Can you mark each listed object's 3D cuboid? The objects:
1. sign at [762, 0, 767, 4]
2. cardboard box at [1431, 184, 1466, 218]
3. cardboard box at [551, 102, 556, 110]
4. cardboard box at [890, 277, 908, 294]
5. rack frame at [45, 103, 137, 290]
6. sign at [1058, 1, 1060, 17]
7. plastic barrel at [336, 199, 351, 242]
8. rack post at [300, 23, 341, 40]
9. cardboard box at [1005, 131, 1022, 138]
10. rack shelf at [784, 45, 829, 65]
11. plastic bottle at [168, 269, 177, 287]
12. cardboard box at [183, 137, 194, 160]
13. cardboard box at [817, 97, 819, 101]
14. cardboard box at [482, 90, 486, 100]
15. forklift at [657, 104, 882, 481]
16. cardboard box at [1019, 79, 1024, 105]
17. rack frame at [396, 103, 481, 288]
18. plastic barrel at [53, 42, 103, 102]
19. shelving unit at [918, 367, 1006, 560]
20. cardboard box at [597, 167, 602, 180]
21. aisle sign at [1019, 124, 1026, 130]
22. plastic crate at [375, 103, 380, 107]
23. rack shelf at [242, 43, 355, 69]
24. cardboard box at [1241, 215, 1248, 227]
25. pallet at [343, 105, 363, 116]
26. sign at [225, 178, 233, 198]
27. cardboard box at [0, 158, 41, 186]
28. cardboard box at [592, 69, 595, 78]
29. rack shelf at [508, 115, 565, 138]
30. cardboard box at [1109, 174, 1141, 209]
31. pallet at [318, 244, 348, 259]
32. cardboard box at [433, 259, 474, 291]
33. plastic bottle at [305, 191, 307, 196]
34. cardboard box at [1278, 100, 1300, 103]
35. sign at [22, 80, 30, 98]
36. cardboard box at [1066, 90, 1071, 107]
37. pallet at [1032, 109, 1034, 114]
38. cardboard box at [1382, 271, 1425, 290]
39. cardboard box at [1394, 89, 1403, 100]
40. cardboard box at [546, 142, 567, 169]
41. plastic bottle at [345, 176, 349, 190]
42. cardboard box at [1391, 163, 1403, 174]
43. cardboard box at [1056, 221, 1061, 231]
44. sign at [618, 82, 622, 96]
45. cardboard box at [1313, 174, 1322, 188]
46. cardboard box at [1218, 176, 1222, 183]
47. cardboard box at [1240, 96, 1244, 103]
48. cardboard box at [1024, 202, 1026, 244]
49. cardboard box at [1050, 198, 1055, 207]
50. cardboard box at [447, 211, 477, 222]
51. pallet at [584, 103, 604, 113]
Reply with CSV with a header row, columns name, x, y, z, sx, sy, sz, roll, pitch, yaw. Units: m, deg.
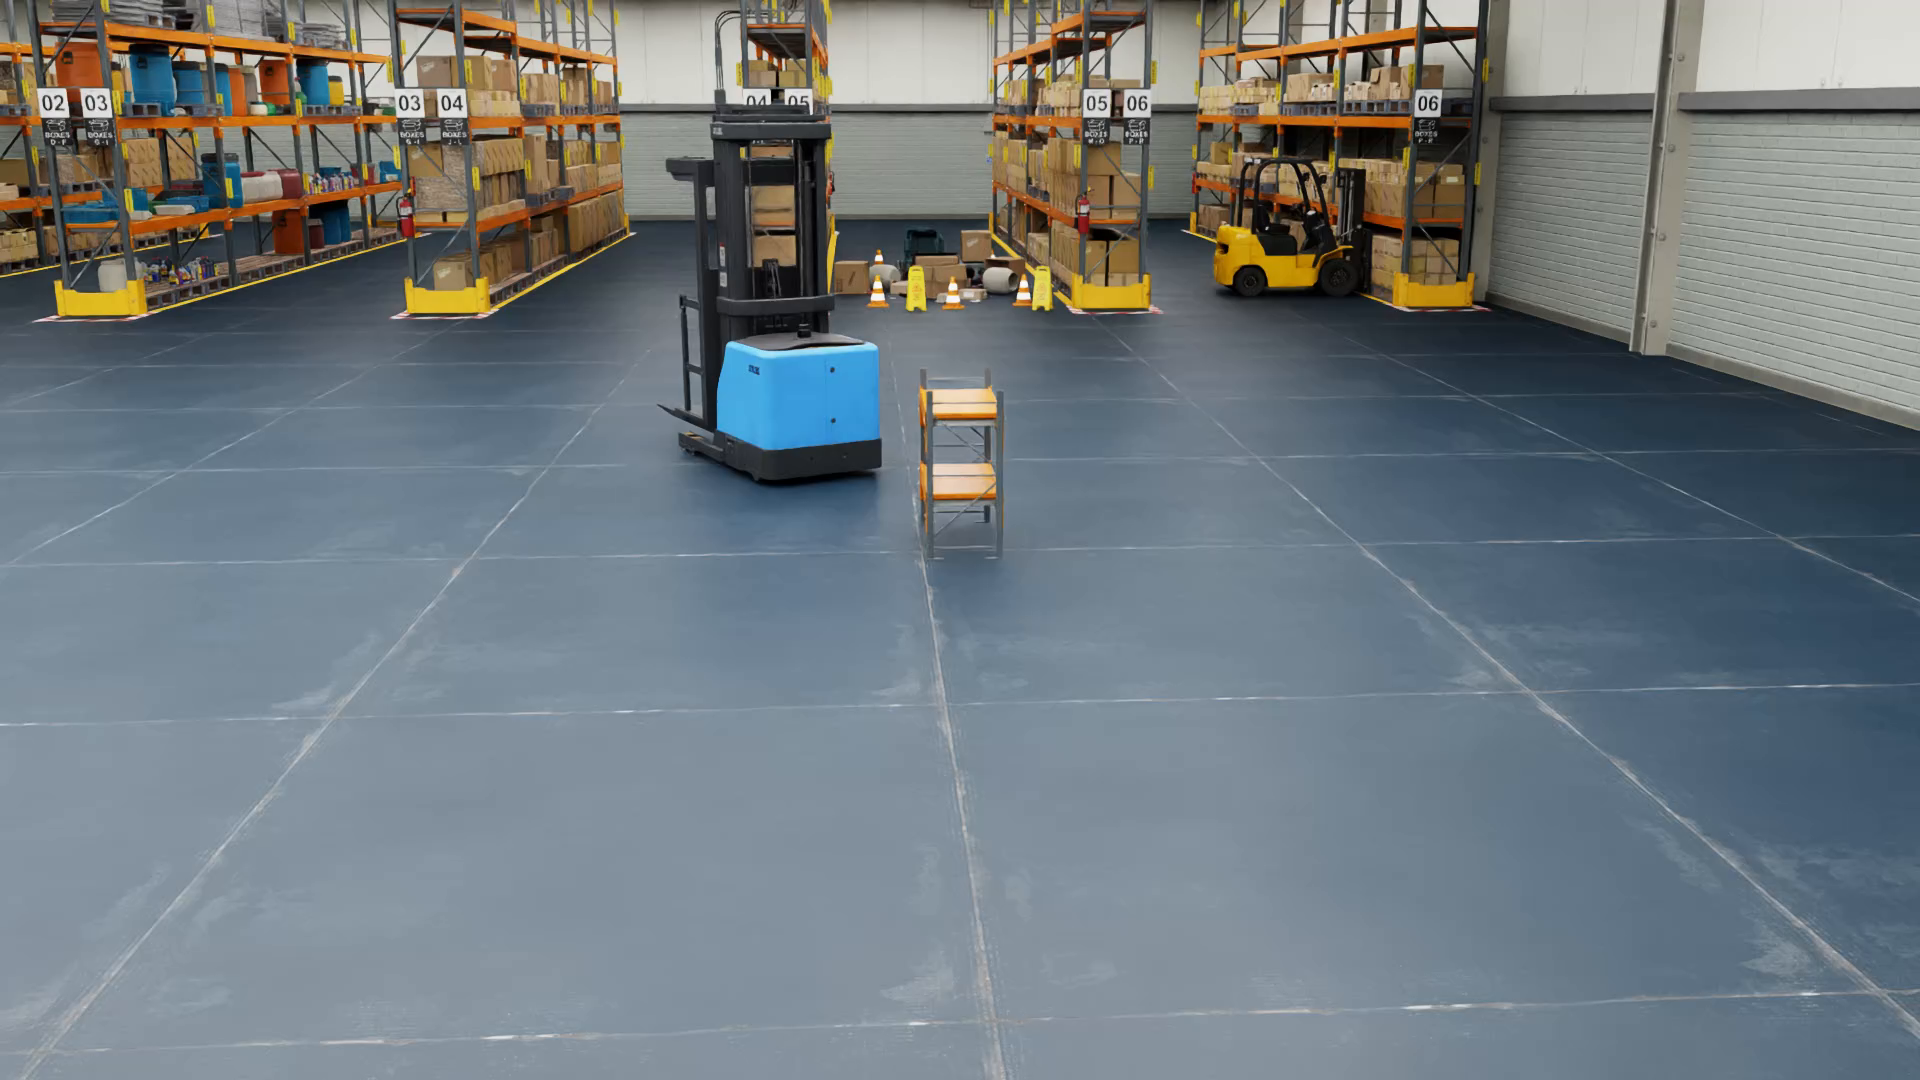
name,x,y,z,sx,sy,sz,roll,pitch,yaw
sign,-3.673,-10.258,31.304,0.100,0.325,0.005,-1,14,-3
cardboard box,7.498,-5.239,25.666,0.500,0.500,0.500,0,14,-2
cardboard box,-7.771,-7.964,30.741,0.500,0.250,0.500,-1,14,-4
cardboard box,-0.940,-4.155,27.143,0.396,0.266,0.258,2,15,6
rack frame,-12.537,-4.756,23.990,1.000,3.000,0.127,-1,14,-3
sign,2.095,-11.377,35.651,0.100,0.325,0.005,-1,14,-3
plastic barrel,-13.264,-6.792,35.272,0.600,0.901,0.708,-1,14,-3
rack post,-13.259,-10.399,34.035,0.937,0.300,0.954,-1,14,-4
cardboard box,1.219,-9.142,37.528,0.380,0.149,0.250,-1,14,-4
rack shelf,-3.504,-10.921,37.362,1.077,0.370,4.000,-1,14,-3
plastic bottle,-12.338,-4.103,26.046,0.097,0.271,0.097,0,14,0
cardboard box,-18.170,-9.086,38.611,0.500,0.500,0.500,-1,14,-4
cardboard box,-2.543,-7.376,27.613,0.380,0.149,0.250,-1,14,-4
cardboard box,-7.395,-6.734,25.158,0.380,0.149,0.250,-1,14,-4
forklift,-1.807,-2.204,14.211,1.130,2.935,3.031,-8,17,-29
cardboard box,1.551,-8.923,33.122,0.700,0.500,0.500,-2,15,-6
rack frame,-7.593,-4.832,24.287,1.000,3.000,0.127,-1,14,-3
plastic barrel,-12.694,-6.739,23.973,0.600,0.830,0.708,-1,14,-3
shelving unit,0.000,-0.546,11.393,0.538,1.125,1.048,-1,14,-3
cardboard box,-8.105,-8.009,36.338,0.500,0.250,0.500,-1,14,-4
aisle sign,1.611,-10.246,40.112,0.394,0.787,0.004,-1,14,-3
plastic crate,-13.783,-10.024,38.709,0.497,0.269,0.590,-1,14,-3
rack shelf,-13.156,-9.606,33.048,1.077,0.370,4.000,-1,14,-3
cardboard box,6.356,-6.784,36.046,0.500,0.500,0.500,-1,14,-4
pallet,-13.134,-8.908,34.487,1.213,0.211,1.003,-1,14,-3
sign,-12.235,-5.890,27.844,0.100,0.325,0.005,-1,14,-3
cardboard box,-18.128,-7.076,31.966,0.700,0.500,0.500,-6,16,-22
cardboard box,-8.470,-10.425,37.255,0.500,0.250,0.500,-1,14,-5
rack shelf,-7.965,-7.429,29.803,1.077,0.370,4.000,-1,14,-3
cardboard box,2.545,-5.300,25.307,0.500,0.500,0.500,-1,14,-4
pallet,-13.196,-5.893,34.006,1.003,0.211,1.213,-1,14,-3
cardboard box,-7.615,-3.981,25.151,0.500,0.500,0.500,2,15,7
plastic bottle,-12.737,-6.798,32.176,0.152,0.276,0.135,-1,14,-3
cardboard box,6.494,-8.710,32.840,0.380,0.149,0.250,-1,14,-2
sign,-17.422,-8.418,31.007,0.100,0.325,0.005,-1,14,-3
cardboard box,1.930,-6.886,25.956,0.500,0.250,0.500,0,14,-2
pallet,1.660,-9.102,35.248,0.805,0.209,1.217,-1,15,-6
cardboard box,6.907,-4.046,25.909,0.500,0.250,0.500,-1,14,-3
cardboard box,6.897,-6.847,25.559,0.380,0.149,0.250,-1,14,-5
cardboard box,-8.118,-7.538,32.590,0.797,0.503,0.637,0,14,-2
plastic bottle,-12.911,-7.496,34.890,0.152,0.276,0.135,-1,14,-3
cardboard box,6.929,-5.781,25.874,0.380,0.149,0.250,-1,14,-2
cardboard box,1.798,-5.218,27.657,0.380,0.149,0.250,0,14,-1
sign,-8.042,-10.659,39.298,0.100,0.325,0.005,-1,14,-3
cardboard box,6.679,-6.473,29.962,0.500,0.250,0.500,-1,14,-5
cardboard box,6.125,-8.258,38.107,0.380,0.149,0.250,-1,14,-4
cardboard box,6.155,-9.359,35.322,0.380,0.149,0.250,-1,14,-3
cardboard box,1.791,-6.544,34.362,0.875,0.875,0.875,-1,14,-3
cardboard box,1.749,-5.775,28.456,0.380,0.149,0.250,-1,14,-4
cardboard box,-7.373,-4.785,24.608,0.380,0.149,0.250,-1,14,-3
pallet,-8.377,-9.430,36.315,1.003,0.211,1.213,-1,14,-3
